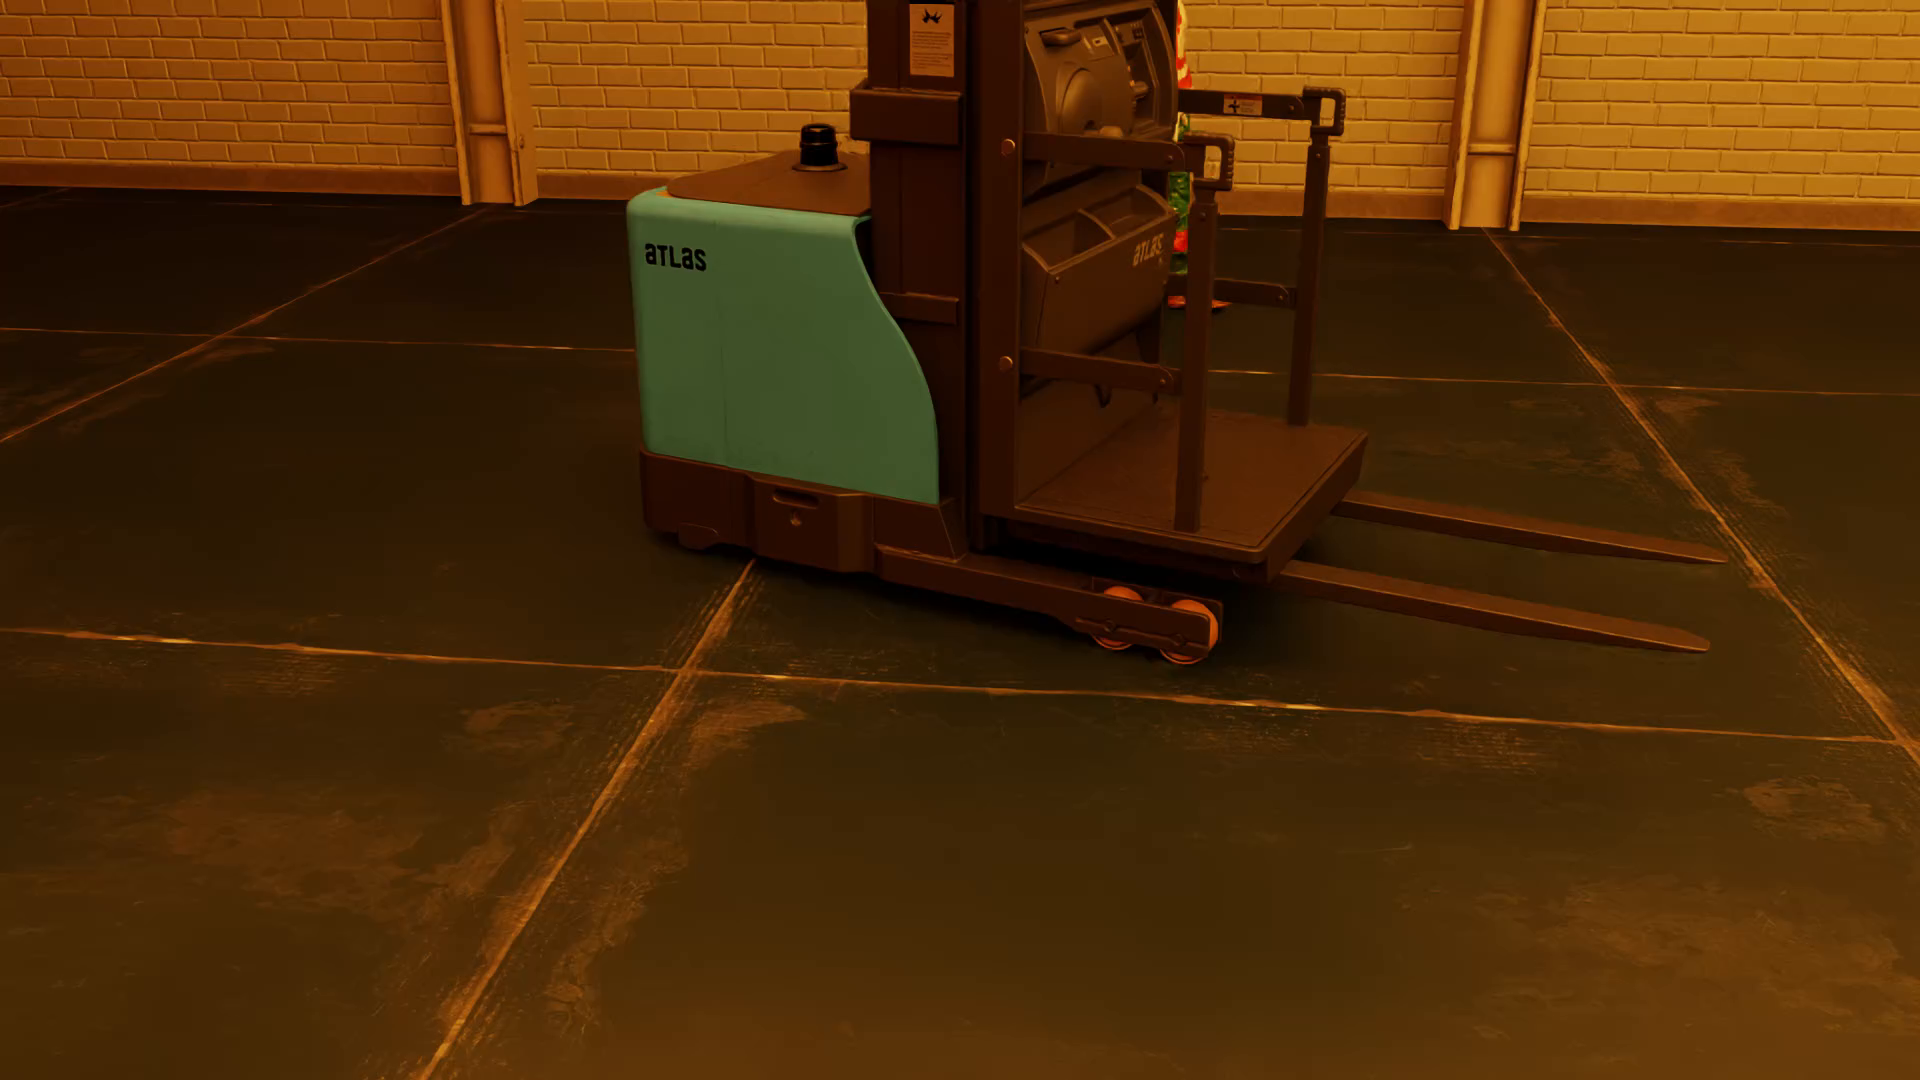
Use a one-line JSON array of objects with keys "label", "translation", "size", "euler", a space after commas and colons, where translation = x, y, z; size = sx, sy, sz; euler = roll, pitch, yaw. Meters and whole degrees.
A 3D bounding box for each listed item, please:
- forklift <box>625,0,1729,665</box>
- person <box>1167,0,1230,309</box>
[{"label": "forklift", "translation": [0.571, -1.259, 4.380], "size": [3.031, 2.935, 1.130], "euler": [11, 24, 25]}, {"label": "person", "translation": [1.024, -2.022, 7.784], "size": [0.566, 1.787, 0.638], "euler": [3, 22, 6]}]
